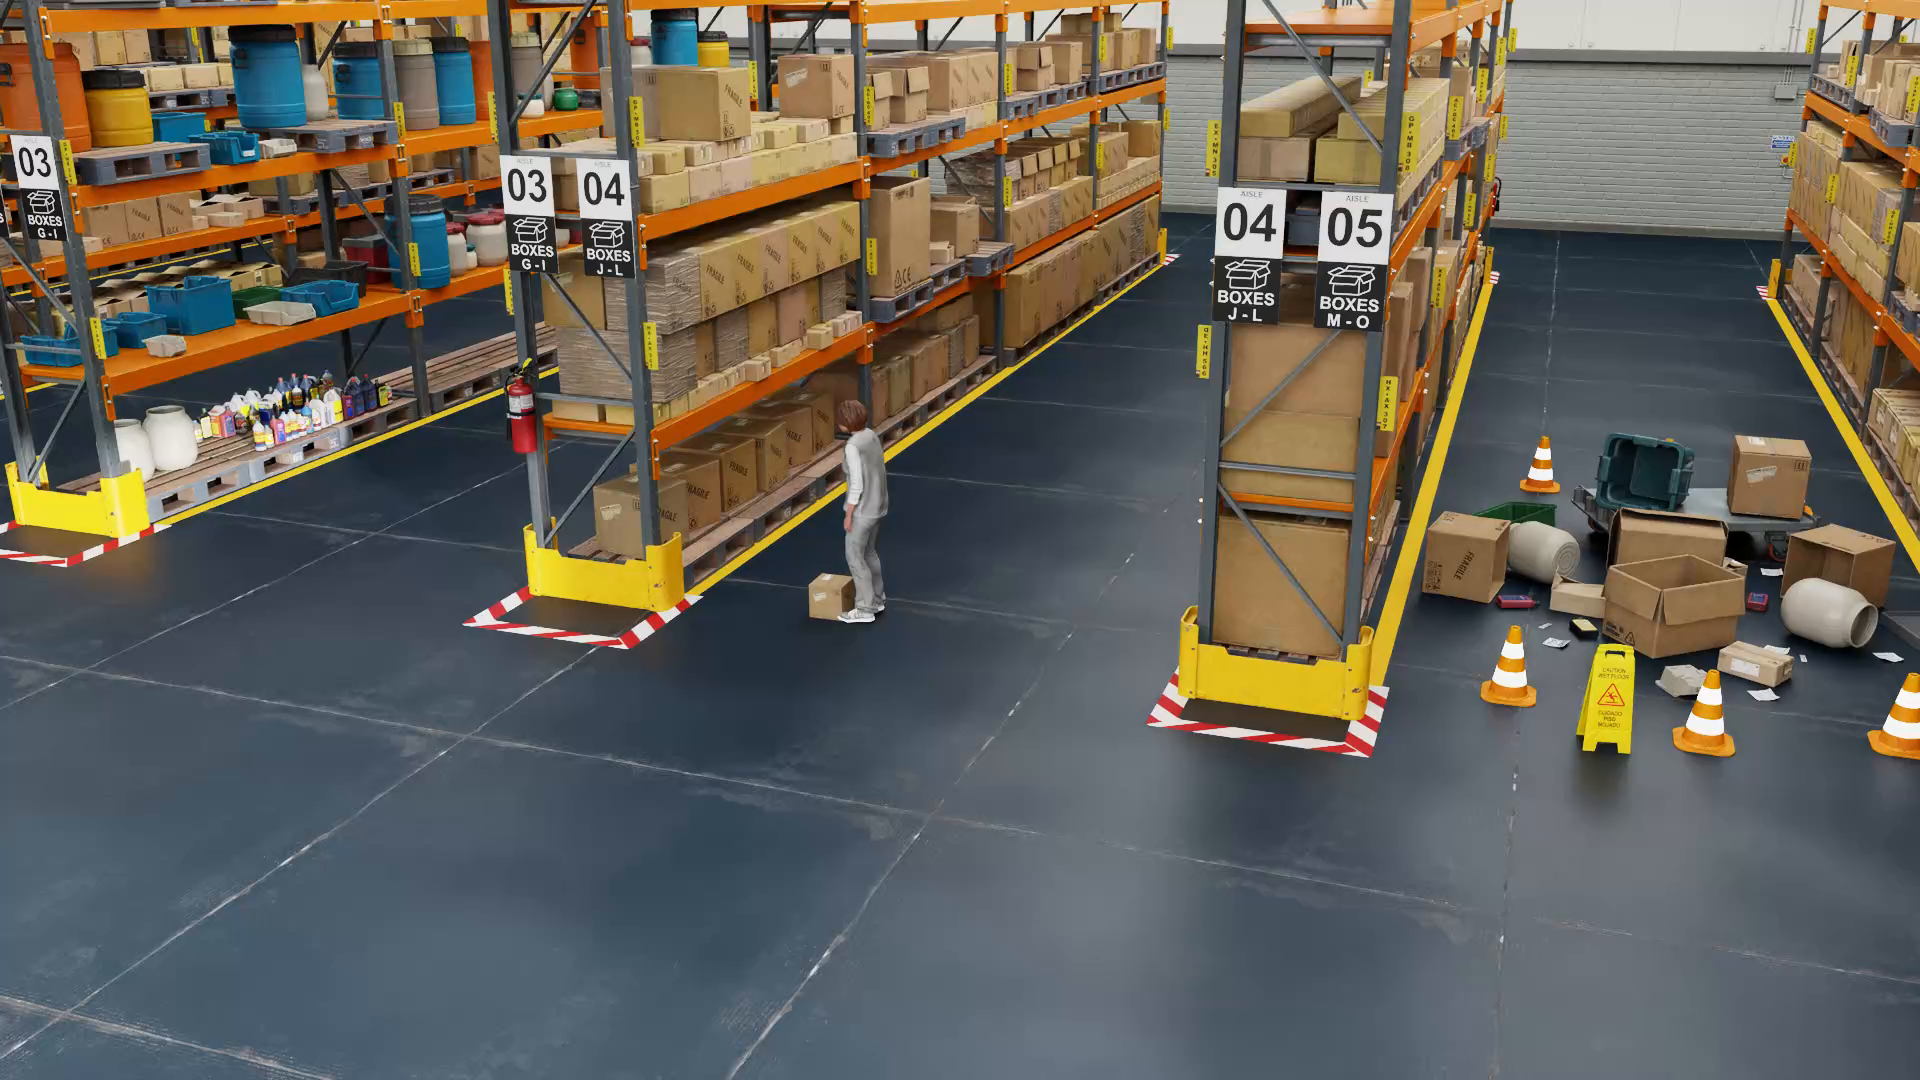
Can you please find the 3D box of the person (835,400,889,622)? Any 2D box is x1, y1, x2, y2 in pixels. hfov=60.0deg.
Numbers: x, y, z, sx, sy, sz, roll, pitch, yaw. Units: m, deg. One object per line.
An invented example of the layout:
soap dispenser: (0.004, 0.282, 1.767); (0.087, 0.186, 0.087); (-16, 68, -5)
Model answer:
person: (-0.685, -0.204, 11.674); (0.347, 1.593, 0.459); (6, 20, 18)
